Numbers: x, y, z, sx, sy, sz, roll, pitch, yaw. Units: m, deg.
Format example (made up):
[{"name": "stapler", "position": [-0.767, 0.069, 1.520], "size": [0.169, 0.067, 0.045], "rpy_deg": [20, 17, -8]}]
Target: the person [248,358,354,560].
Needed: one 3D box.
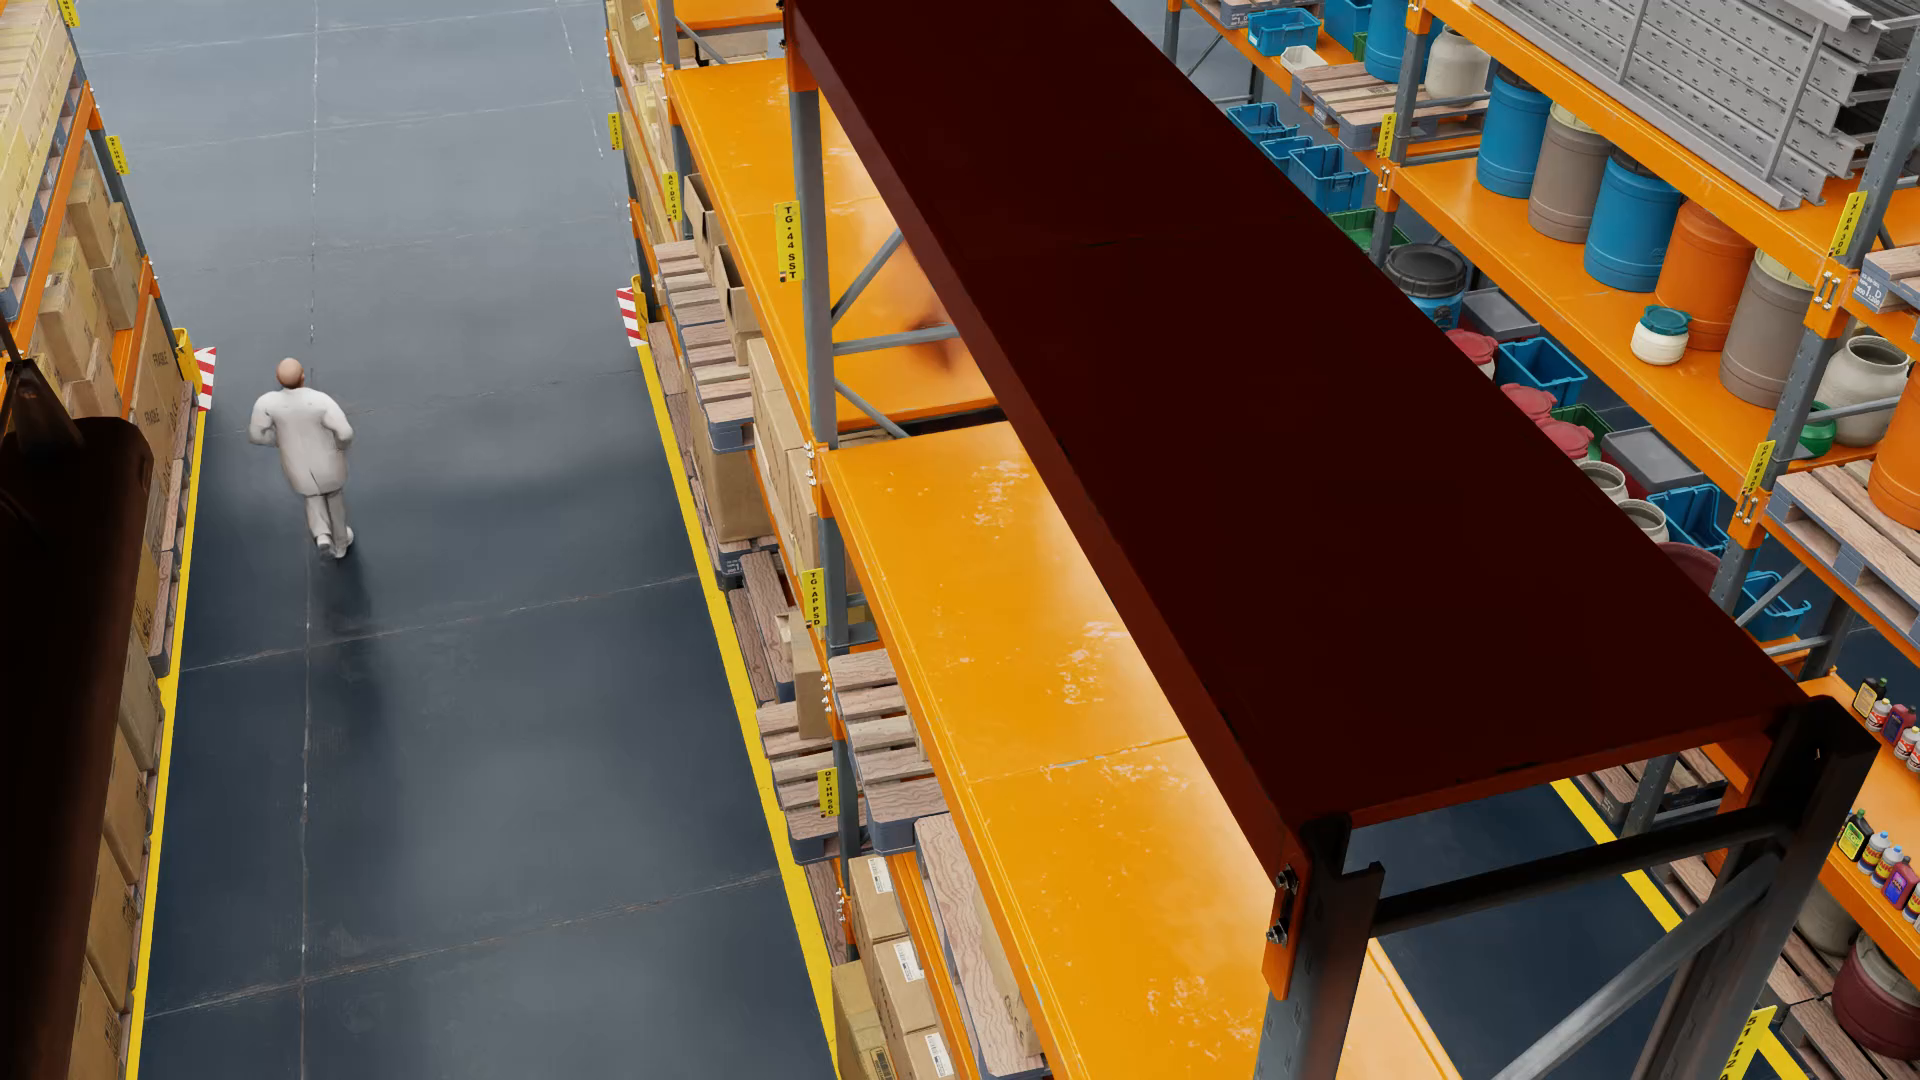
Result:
[{"name": "person", "position": [-4.723, -0.546, 12.127], "size": [0.707, 1.754, 0.672], "rpy_deg": [-7, 39, -9]}]
